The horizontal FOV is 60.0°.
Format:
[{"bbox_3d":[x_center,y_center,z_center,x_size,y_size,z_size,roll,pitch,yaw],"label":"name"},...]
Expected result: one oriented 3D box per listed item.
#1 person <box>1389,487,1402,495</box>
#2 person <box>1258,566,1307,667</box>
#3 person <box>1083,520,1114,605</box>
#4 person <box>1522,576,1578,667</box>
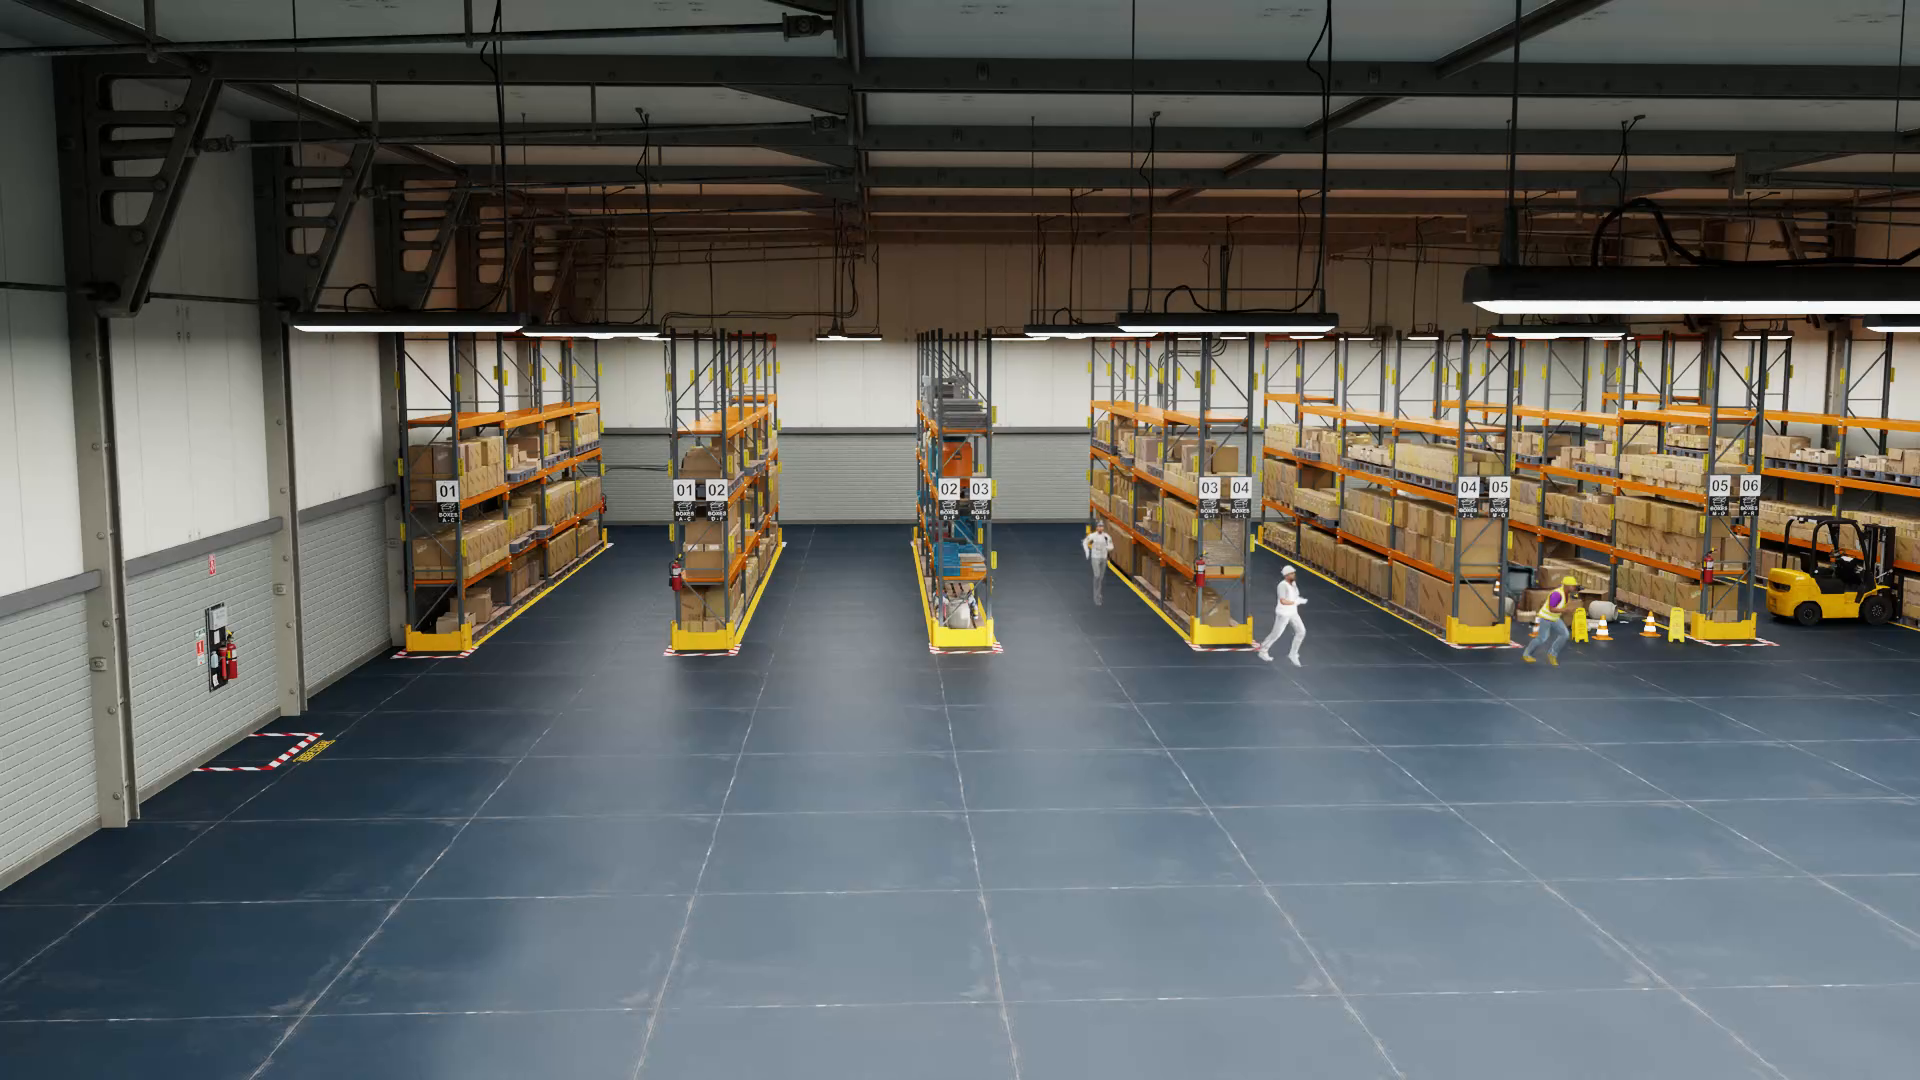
[{"bbox_3d":[12.933,-0.939,49.458,0.819,1.716,0.637,0,7,-2],"label":"person"},{"bbox_3d":[5.812,1.353,29.675,0.909,1.829,0.697,5,9,39],"label":"person"},{"bbox_3d":[2.960,0.465,35.234,0.576,1.794,0.684,-2,7,-14],"label":"person"},{"bbox_3d":[10.527,1.443,29.596,0.973,1.669,0.740,6,9,43],"label":"person"}]
